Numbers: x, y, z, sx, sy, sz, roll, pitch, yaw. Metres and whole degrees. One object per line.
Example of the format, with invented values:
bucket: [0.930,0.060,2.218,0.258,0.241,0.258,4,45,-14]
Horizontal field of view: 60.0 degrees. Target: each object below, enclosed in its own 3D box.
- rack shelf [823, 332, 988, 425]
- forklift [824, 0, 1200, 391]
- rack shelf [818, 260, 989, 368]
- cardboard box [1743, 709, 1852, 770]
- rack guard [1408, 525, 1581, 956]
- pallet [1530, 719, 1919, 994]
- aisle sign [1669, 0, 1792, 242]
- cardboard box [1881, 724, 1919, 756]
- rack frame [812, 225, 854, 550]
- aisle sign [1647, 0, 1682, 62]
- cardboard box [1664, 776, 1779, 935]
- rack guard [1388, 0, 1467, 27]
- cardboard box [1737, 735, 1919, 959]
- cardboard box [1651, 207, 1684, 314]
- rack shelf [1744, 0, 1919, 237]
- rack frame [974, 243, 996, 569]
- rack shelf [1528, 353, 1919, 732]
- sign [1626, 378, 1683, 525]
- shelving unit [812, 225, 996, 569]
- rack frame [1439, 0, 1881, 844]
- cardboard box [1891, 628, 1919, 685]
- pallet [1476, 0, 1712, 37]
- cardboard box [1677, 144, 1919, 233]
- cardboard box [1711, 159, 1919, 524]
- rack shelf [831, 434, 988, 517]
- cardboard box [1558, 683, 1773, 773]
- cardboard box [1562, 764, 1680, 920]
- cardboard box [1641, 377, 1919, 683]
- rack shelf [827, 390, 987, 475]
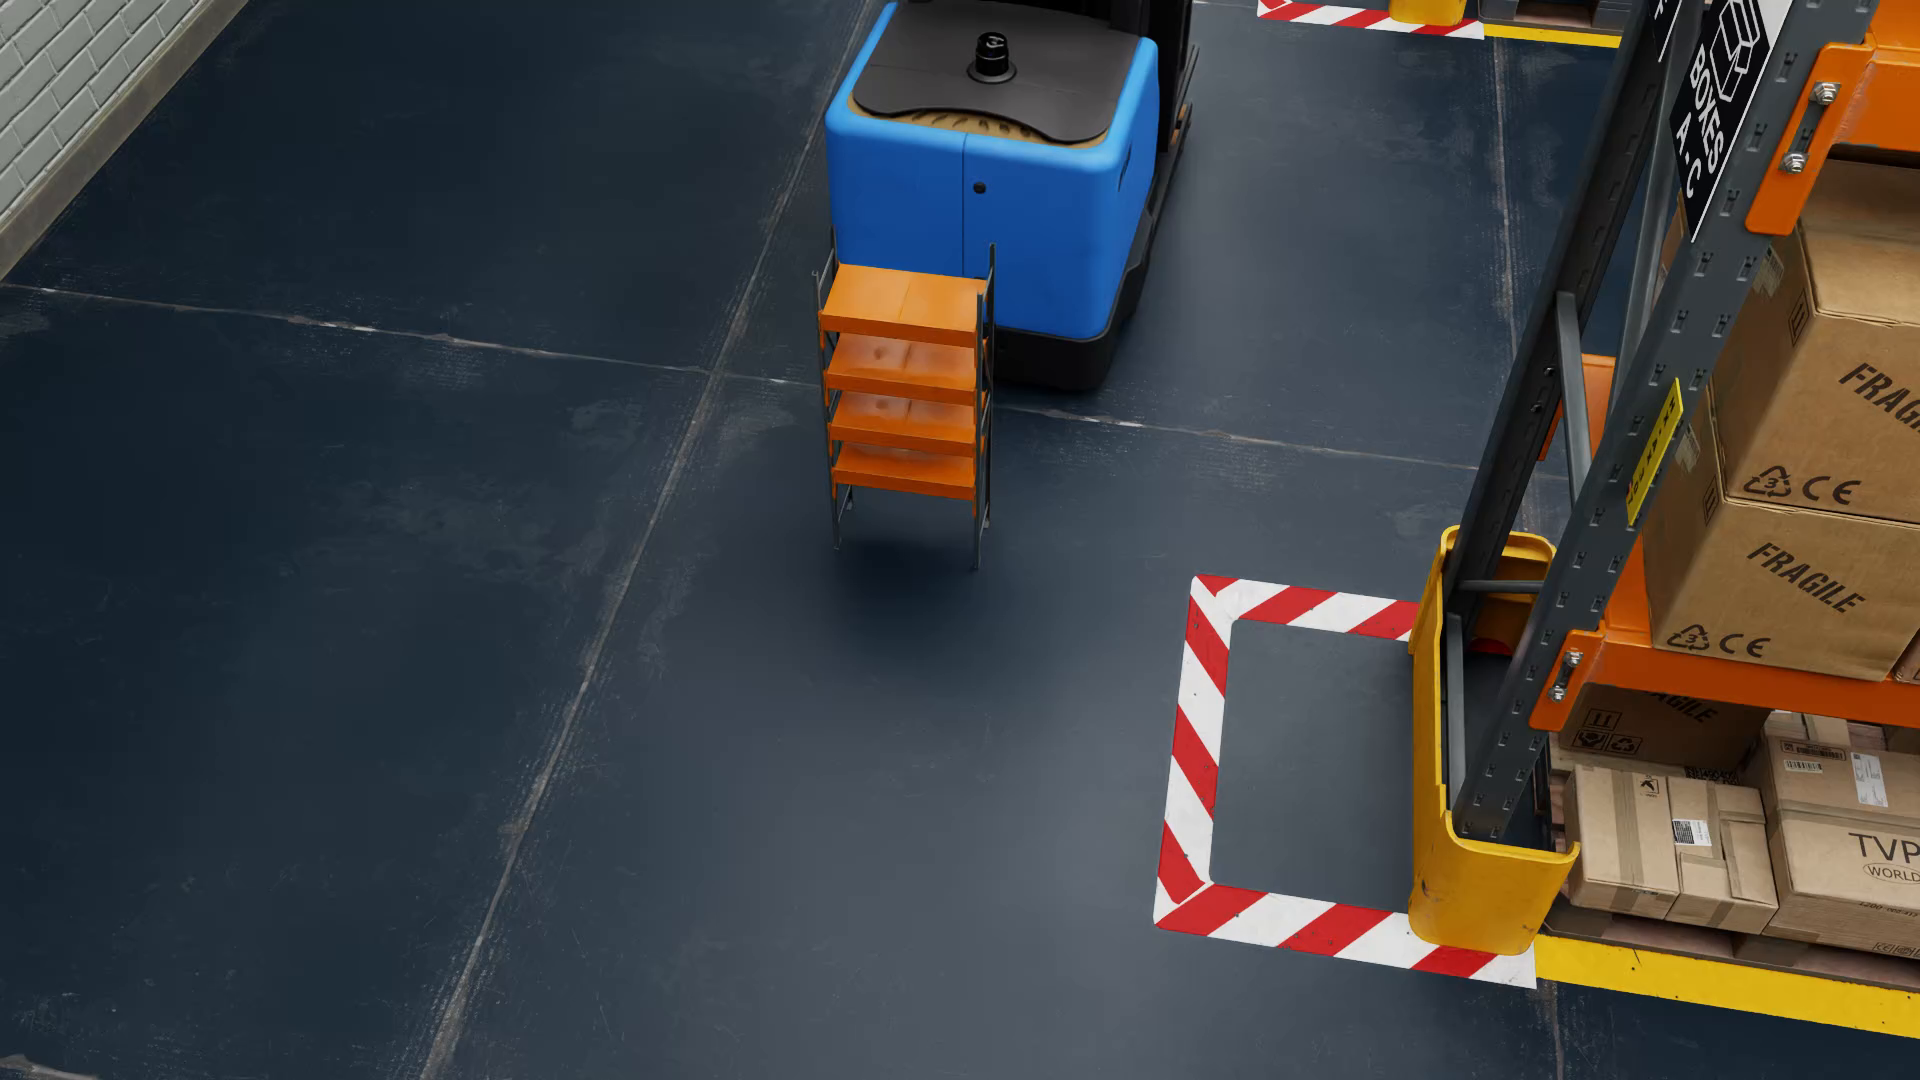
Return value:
rack shelf: [-0.163,-0.527,5.207,0.480,0.148,0.258,8,49,7]
forklift: [0.394,-2.654,6.164,1.130,2.935,3.031,11,49,10]
rack shelf: [-0.163,-0.686,5.031,0.480,0.148,0.258,8,49,7]
cardboard box: [2.436,0.530,4.866,0.250,0.166,0.380,8,49,7]
rack guard: [1.549,0.564,4.907,0.348,0.500,1.175,8,49,7]
pallet: [2.334,0.766,4.920,1.213,0.211,1.003,8,49,7]
aisle sign: [1.355,-0.944,2.834,0.004,0.787,0.394,8,49,7]
cardboard box: [2.983,0.530,4.810,0.500,0.250,0.500,8,49,7]
rack frame: [-0.403,-0.455,5.352,0.015,1.200,0.240,8,49,7]
aisle sign: [1.462,-1.383,3.229,0.004,0.787,0.394,8,49,7]
cardboard box: [2.071,0.859,4.571,0.250,0.166,0.380,8,49,7]
rack guard: [2.333,-3.064,8.167,0.348,0.500,1.175,8,49,7]
cardboard box: [2.451,0.837,4.534,0.500,0.250,0.500,8,49,7]
cardboard box: [1.963,-0.454,4.075,0.500,0.500,0.500,9,49,8]
rack shelf: [3.442,-0.779,2.900,4.000,0.370,1.077,8,49,7]
rack frame: [0.077,-0.391,5.294,0.015,1.200,0.240,8,49,7]
rack shelf: [3.442,0.224,4.016,4.000,0.370,1.077,8,49,7]
sign: [1.378,-0.173,3.307,0.005,0.325,0.100,8,49,7]
shelving unit: [-0.163,-0.423,5.323,0.503,1.200,0.258,8,49,7]
rack frame: [1.474,-0.281,3.986,0.127,3.000,1.000,8,49,7]
cardboard box: [2.373,0.002,3.665,0.500,0.500,0.500,7,48,6]
pallet: [3.164,-2.837,8.157,1.213,0.211,1.003,8,49,7]
cardboard box: [1.961,-0.791,3.705,0.500,0.500,0.500,7,48,6]
cardboard box: [1.864,-0.397,3.351,0.500,0.500,0.500,9,49,8]
rack shelf: [-0.163,-0.245,5.521,0.480,0.148,0.258,8,49,7]
cardboard box: [2.053,0.299,4.849,0.500,0.500,0.500,8,49,7]
cardboard box: [1.825,0.832,4.607,0.250,0.149,0.380,8,49,7]
cardboard box: [1.864,-0.063,3.723,0.500,0.500,0.500,9,49,8]
rack shelf: [-0.163,-0.378,5.373,0.480,0.148,0.258,8,49,7]
